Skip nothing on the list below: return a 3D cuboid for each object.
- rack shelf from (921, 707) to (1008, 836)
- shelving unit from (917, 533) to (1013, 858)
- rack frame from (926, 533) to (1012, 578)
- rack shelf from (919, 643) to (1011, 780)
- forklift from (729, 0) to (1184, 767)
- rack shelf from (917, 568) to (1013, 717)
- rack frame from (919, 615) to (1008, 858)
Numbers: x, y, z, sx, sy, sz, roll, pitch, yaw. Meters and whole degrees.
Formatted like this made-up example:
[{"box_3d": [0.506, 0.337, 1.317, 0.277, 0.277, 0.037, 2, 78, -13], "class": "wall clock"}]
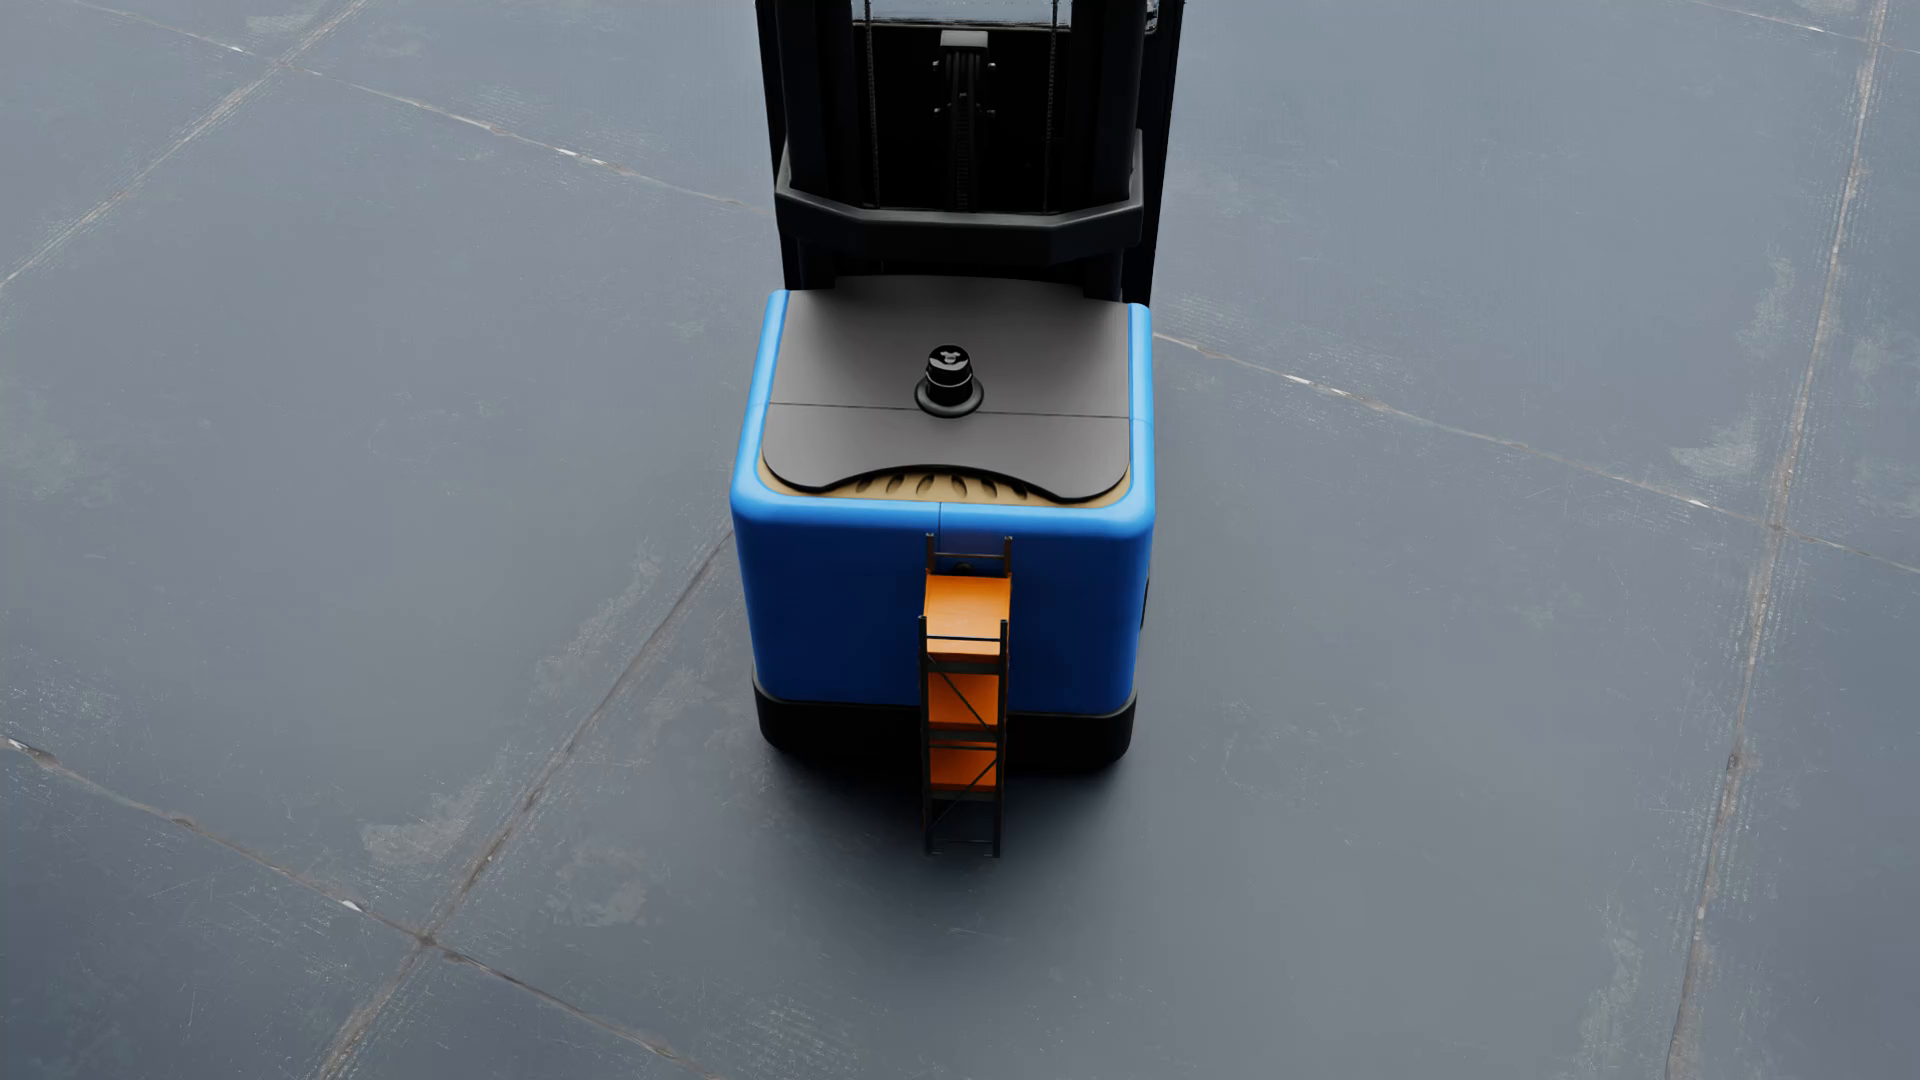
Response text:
[{"box_3d": [0.014, 0.611, 4.420, 0.215, 0.259, 0.240, 2, 50, 2], "class": "rack shelf"}, {"box_3d": [0.014, 0.424, 4.200, 0.215, 1.050, 0.252, 2, 50, 2], "class": "shelving unit"}, {"box_3d": [0.021, 0.331, 4.279, 0.200, 1.050, 0.008, 2, 50, 2], "class": "rack frame"}, {"box_3d": [0.014, 0.431, 4.208, 0.215, 0.259, 0.240, 2, 50, 2], "class": "rack shelf"}, {"box_3d": [0.037, -1.442, 4.552, 1.130, 2.935, 3.031, 2, 50, 2], "class": "forklift"}, {"box_3d": [0.014, 0.247, 3.992, 0.215, 0.259, 0.240, 2, 50, 2], "class": "rack shelf"}, {"box_3d": [0.007, 0.516, 4.121, 0.200, 1.050, 0.008, 2, 50, 2], "class": "rack frame"}]
